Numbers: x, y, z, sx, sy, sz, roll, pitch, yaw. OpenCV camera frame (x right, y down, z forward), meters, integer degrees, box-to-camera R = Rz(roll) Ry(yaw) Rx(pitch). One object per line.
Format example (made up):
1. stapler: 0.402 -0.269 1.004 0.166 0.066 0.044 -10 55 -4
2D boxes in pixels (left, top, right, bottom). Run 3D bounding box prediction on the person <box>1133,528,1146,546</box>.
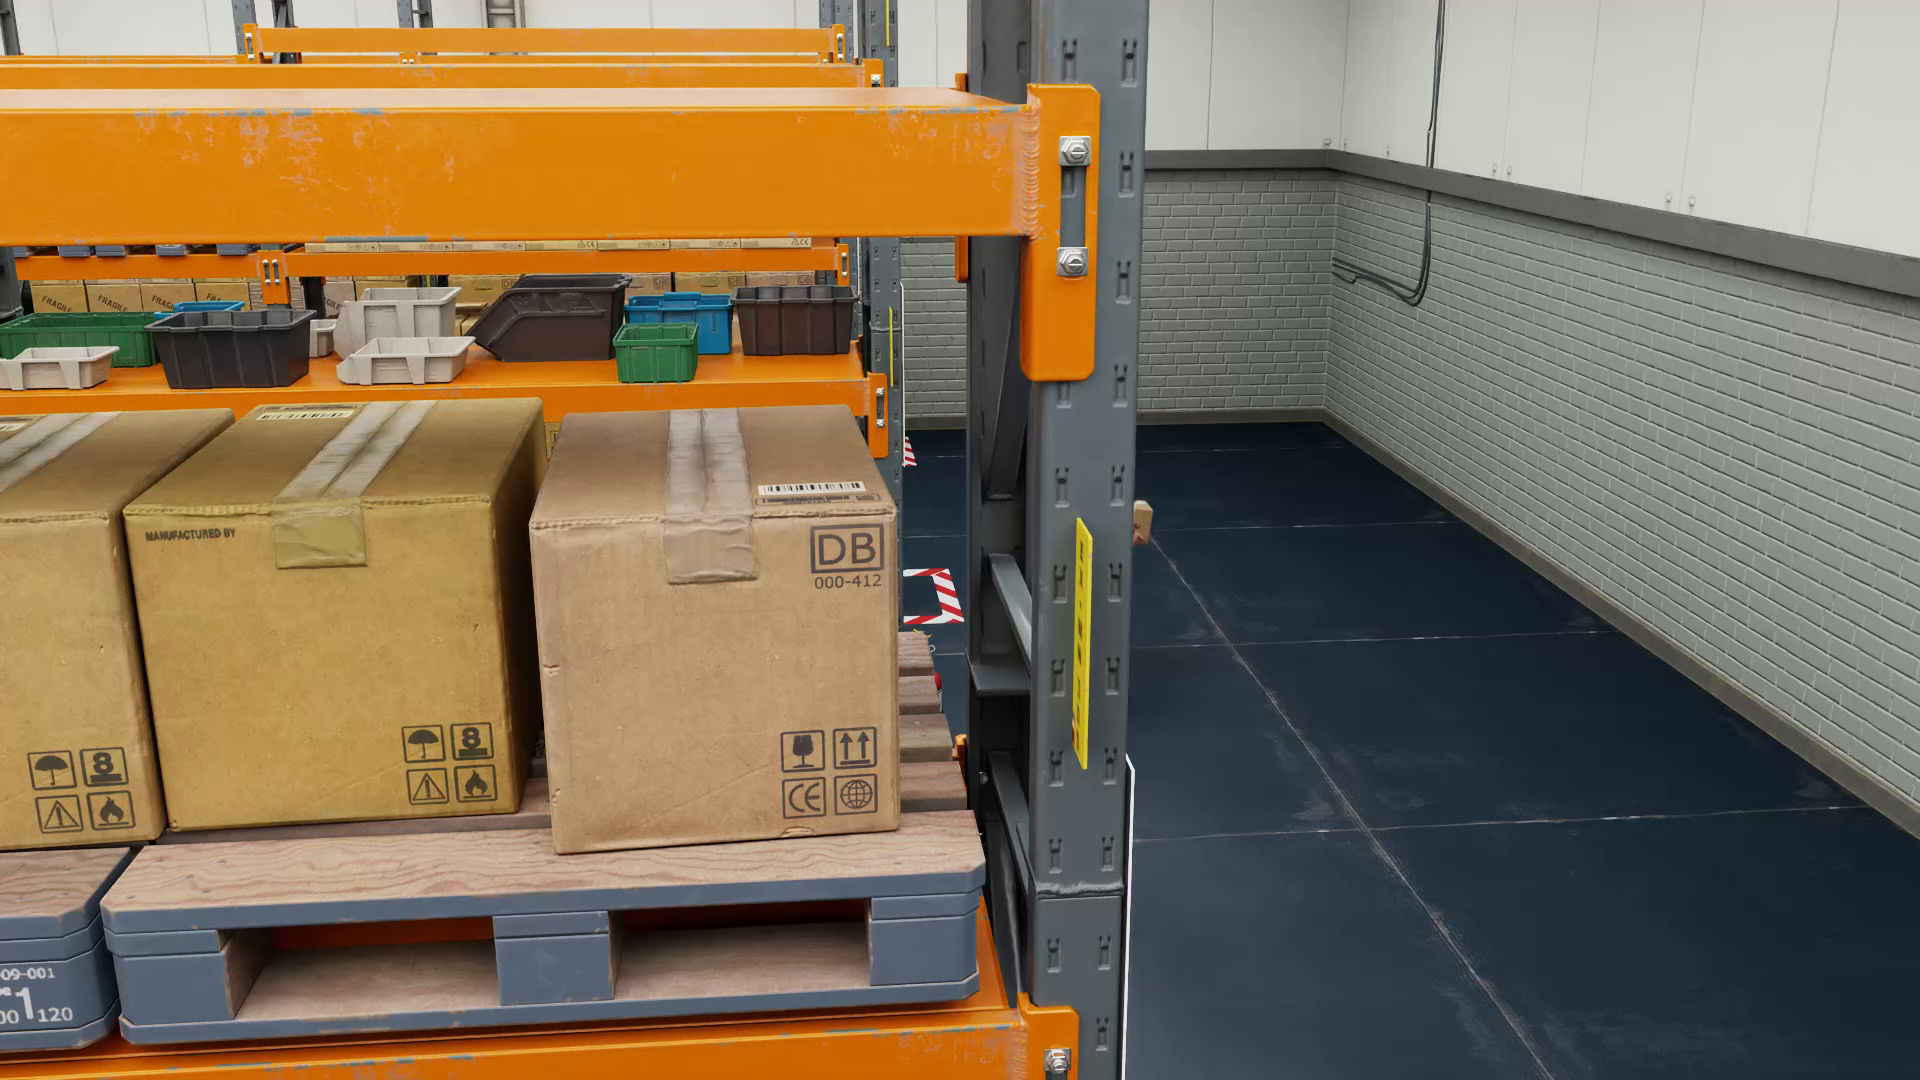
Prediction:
1. person: 0.980 0.037 11.445 0.543 1.778 0.526 -2 17 -6
